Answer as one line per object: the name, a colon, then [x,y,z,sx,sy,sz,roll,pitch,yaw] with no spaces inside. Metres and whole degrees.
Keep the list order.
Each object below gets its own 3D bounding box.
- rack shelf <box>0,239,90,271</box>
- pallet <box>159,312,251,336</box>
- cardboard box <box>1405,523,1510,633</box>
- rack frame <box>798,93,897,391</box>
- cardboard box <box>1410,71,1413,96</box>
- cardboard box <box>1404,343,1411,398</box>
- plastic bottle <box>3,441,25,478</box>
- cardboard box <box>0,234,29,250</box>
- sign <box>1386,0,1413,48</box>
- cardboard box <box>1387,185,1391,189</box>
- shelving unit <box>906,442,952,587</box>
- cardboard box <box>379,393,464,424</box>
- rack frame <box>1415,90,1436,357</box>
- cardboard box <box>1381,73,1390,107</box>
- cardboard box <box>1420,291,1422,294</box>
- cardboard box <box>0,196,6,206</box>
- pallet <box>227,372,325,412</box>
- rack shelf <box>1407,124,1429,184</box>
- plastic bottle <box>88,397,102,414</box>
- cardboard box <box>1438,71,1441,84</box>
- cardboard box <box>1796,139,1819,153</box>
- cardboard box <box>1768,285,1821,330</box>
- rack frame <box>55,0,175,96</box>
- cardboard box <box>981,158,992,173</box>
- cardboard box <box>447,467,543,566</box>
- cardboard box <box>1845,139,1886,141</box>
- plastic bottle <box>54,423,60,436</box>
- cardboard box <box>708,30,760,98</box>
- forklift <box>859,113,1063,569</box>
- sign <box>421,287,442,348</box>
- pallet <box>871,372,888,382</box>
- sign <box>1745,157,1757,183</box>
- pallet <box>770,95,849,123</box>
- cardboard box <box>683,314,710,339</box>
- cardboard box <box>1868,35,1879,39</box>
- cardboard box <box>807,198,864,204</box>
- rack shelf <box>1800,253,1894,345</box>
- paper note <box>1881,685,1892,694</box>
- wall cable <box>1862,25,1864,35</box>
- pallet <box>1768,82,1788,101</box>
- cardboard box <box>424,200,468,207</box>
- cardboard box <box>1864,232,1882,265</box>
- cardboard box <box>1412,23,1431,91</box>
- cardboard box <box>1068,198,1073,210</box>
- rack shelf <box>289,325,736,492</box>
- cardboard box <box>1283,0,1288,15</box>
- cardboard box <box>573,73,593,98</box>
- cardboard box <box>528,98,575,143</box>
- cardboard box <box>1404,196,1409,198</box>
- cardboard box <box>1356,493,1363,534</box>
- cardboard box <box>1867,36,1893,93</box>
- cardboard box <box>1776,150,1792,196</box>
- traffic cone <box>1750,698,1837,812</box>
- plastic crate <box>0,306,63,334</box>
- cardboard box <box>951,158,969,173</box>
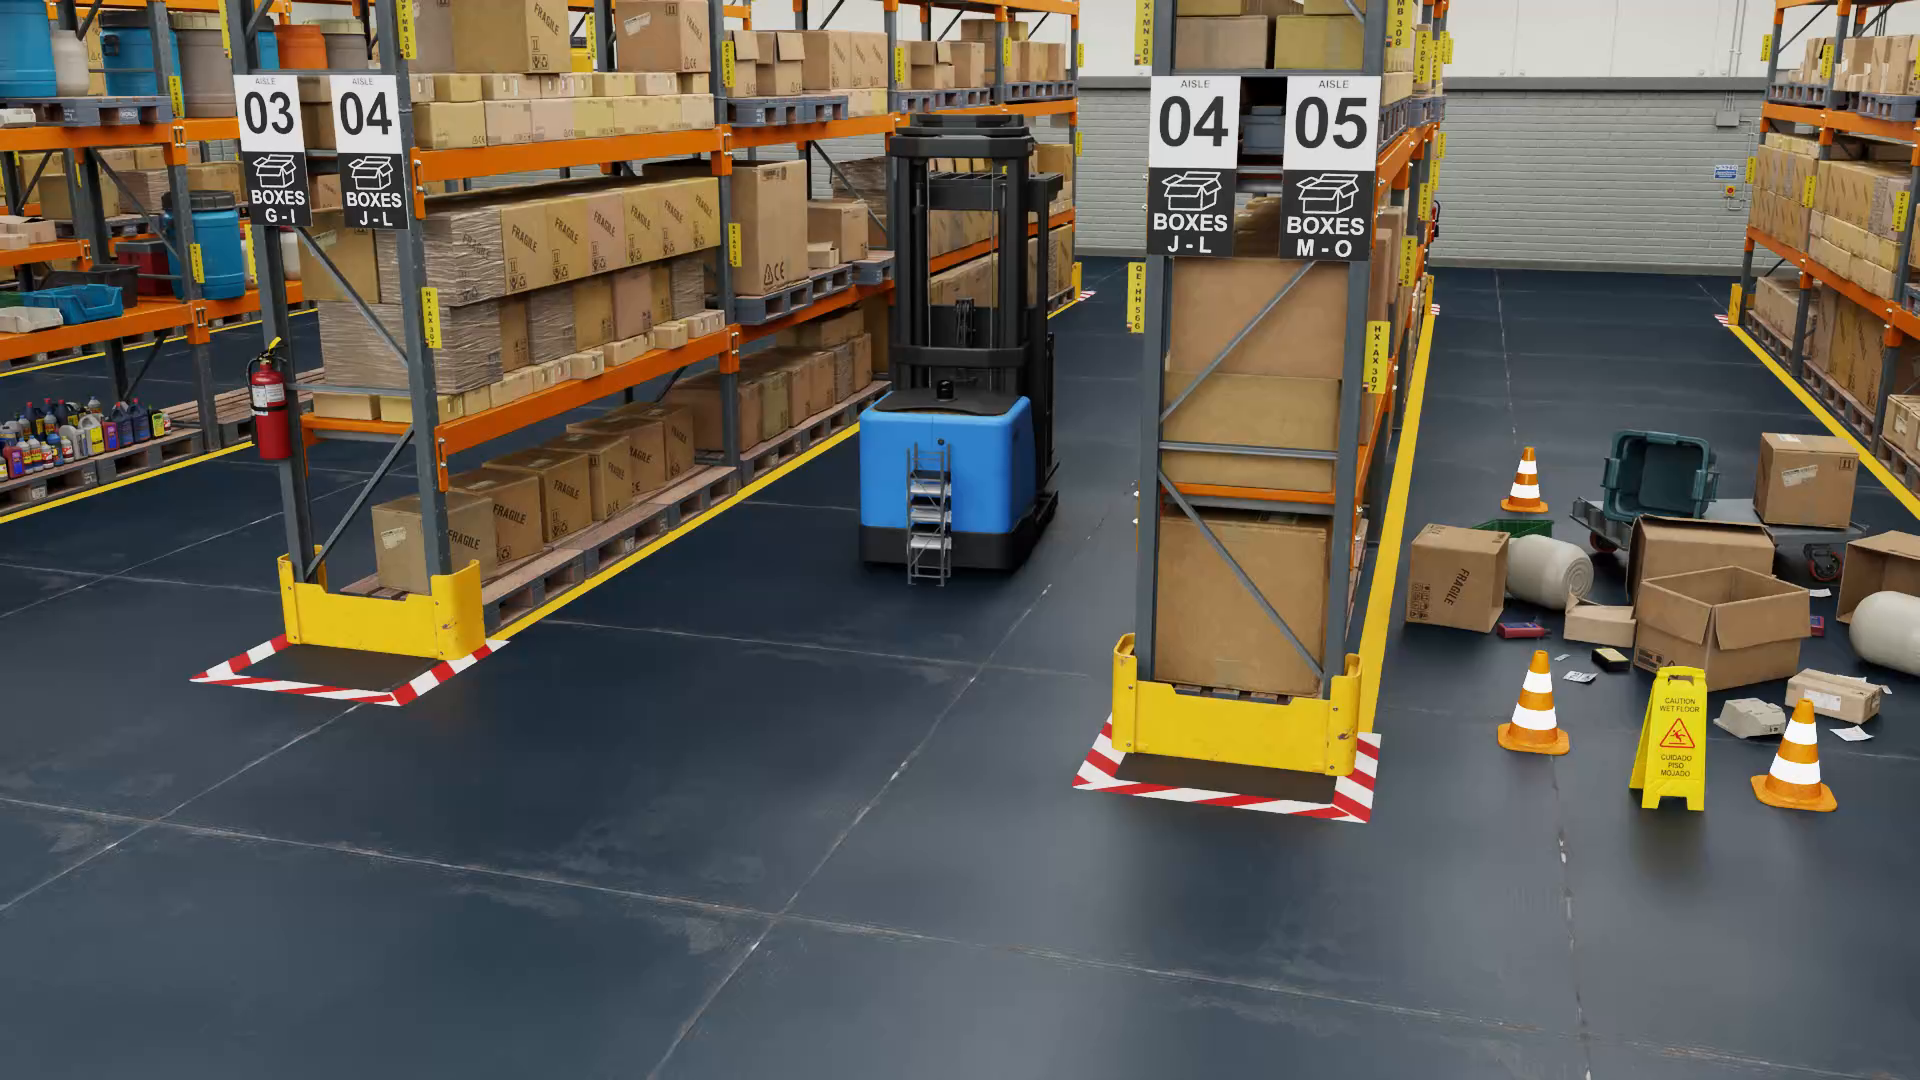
rack shelf: [-11.169,-2.819,17.589,1.077,0.370,4.000,5,16,16]
pallet: [-10.004,-2.857,21.516,1.003,0.211,1.213,5,16,16]
cardboard box: [3.029,0.226,10.113,0.500,0.500,0.500,8,18,25]
rack frame: [-1.104,-2.919,16.624,1.000,3.000,0.127,5,16,16]
cardboard box: [2.689,-2.914,10.616,0.380,0.149,0.250,5,16,16]
cardboard box: [4.069,-1.673,16.041,0.500,0.500,0.500,4,16,14]
plastic bottle: [-7.230,-0.623,12.701,0.061,0.283,0.133,5,17,17]
cardboard box: [-10.591,-3.311,18.465,0.380,0.149,0.250,5,16,16]
sign: [1.880,-2.272,7.099,0.100,0.325,0.005,5,16,16]
cardboard box: [3.200,-2.654,13.673,0.700,0.500,0.500,4,16,15]
shelving unit: [-0.200,-0.166,10.764,0.258,0.900,0.210,3,16,11]
cardboard box: [-3.068,-0.761,9.477,0.380,0.149,0.250,5,16,16]
rack frame: [4.760,-3.555,18.864,1.000,3.000,0.127,5,16,16]
cardboard box: [1.754,-2.052,7.578,0.380,0.149,0.250,5,17,16]
cardboard box: [5.649,-3.076,21.088,0.380,0.149,0.250,5,17,19]
cardboard box: [-14.039,-4.896,24.019,0.380,0.149,0.250,5,17,16]
pallet: [-6.458,-1.444,16.533,1.003,0.211,1.213,5,16,16]
rack shelf: [3.055,-3.082,13.019,1.077,0.370,4.000,5,16,16]
plastic bottle: [-7.500,-1.106,14.427,0.097,0.271,0.097,0,16,0]
cardboard box: [5.429,-5.534,19.704,0.500,0.250,0.500,5,17,17]
cardboard box: [9.741,-4.473,18.898,0.380,0.149,0.250,4,16,15]
cardboard box: [10.327,-2.792,20.103,0.875,0.438,0.875,5,17,17]
rack frame: [-6.989,-5.143,13.470,1.000,3.000,0.127,5,16,16]
cardboard box: [0.414,-4.503,20.563,0.500,0.500,0.500,5,16,16]
cardboard box: [-3.047,-0.147,10.661,0.500,0.500,0.500,10,18,30]
cardboard box: [10.324,-4.498,18.985,0.380,0.149,0.250,5,16,16]
plastic bottle: [-7.194,-0.802,13.331,0.061,0.283,0.133,5,16,16]
cardboard box: [-2.012,-3.683,12.860,0.797,0.503,0.637,4,16,13]
forklift: [0.129,-1.578,12.022,1.130,2.935,3.031,3,16,11]
sign: [-2.857,-1.201,8.979,0.100,0.325,0.005,5,16,16]
pallet: [-0.807,-1.778,17.711,1.003,0.211,1.213,5,16,16]
sign: [10.141,-4.743,21.322,0.100,0.325,0.005,5,16,16]
pallet: [-1.671,-3.650,14.048,1.213,0.211,1.003,5,16,16]
cardboard box: [-2.100,-1.608,12.462,0.380,0.149,0.250,5,16,16]
cardboard box: [9.903,-5.076,17.595,0.500,0.500,0.500,5,17,17]
cardboard box: [-1.219,-3.025,16.044,0.500,0.500,0.500,3,16,9]
rack shelf: [8.966,-2.328,15.857,1.077,0.370,4.000,5,16,16]
paper note: [4.997,0.806,8.971,0.032,0.001,0.123,5,16,16]
wall cable: [12.738,-8.581,25.591,2.355,3.000,0.029,5,16,16]
pallet: [10.470,-5.449,20.209,1.003,0.211,1.213,5,16,16]
cardboard box: [-3.321,-1.793,10.092,0.500,0.500,0.500,5,16,16]
cardboard box: [8.434,-2.600,14.857,0.500,0.250,0.500,4,16,14]
cardboard box: [3.397,-3.773,13.001,0.500,0.500,0.500,5,16,16]
cardboard box: [1.384,-4.773,23.619,0.380,0.149,0.250,5,17,17]
rack shelf: [-2.809,-1.003,11.188,1.077,0.370,4.000,5,16,16]
cardboard box: [1.625,-2.951,9.284,0.380,0.149,0.250,5,16,16]
cardboard box: [-2.587,-2.919,10.671,0.380,0.149,0.250,4,16,14]
cardboard box: [-2.707,-2.568,10.163,0.500,0.250,0.500,5,16,16]
cardboard box: [4.462,-3.461,17.134,0.380,0.149,0.250,4,16,13]
cardboard box: [2.240,-0.482,11.157,0.875,0.875,0.875,5,17,17]
cardboard box: [8.621,-4.327,15.139,0.500,0.500,0.500,5,17,16]
cardboard box: [9.842,-4.268,19.363,0.500,0.500,0.500,5,17,16]
traffic cone: [3.849,0.953,7.621,0.336,0.463,0.334,5,16,16]
plastic crate: [-7.208,-1.685,12.758,0.530,0.136,0.437,5,16,16]
cardboard box: [-0.347,-4.150,18.942,0.797,0.503,0.637,5,17,16]
